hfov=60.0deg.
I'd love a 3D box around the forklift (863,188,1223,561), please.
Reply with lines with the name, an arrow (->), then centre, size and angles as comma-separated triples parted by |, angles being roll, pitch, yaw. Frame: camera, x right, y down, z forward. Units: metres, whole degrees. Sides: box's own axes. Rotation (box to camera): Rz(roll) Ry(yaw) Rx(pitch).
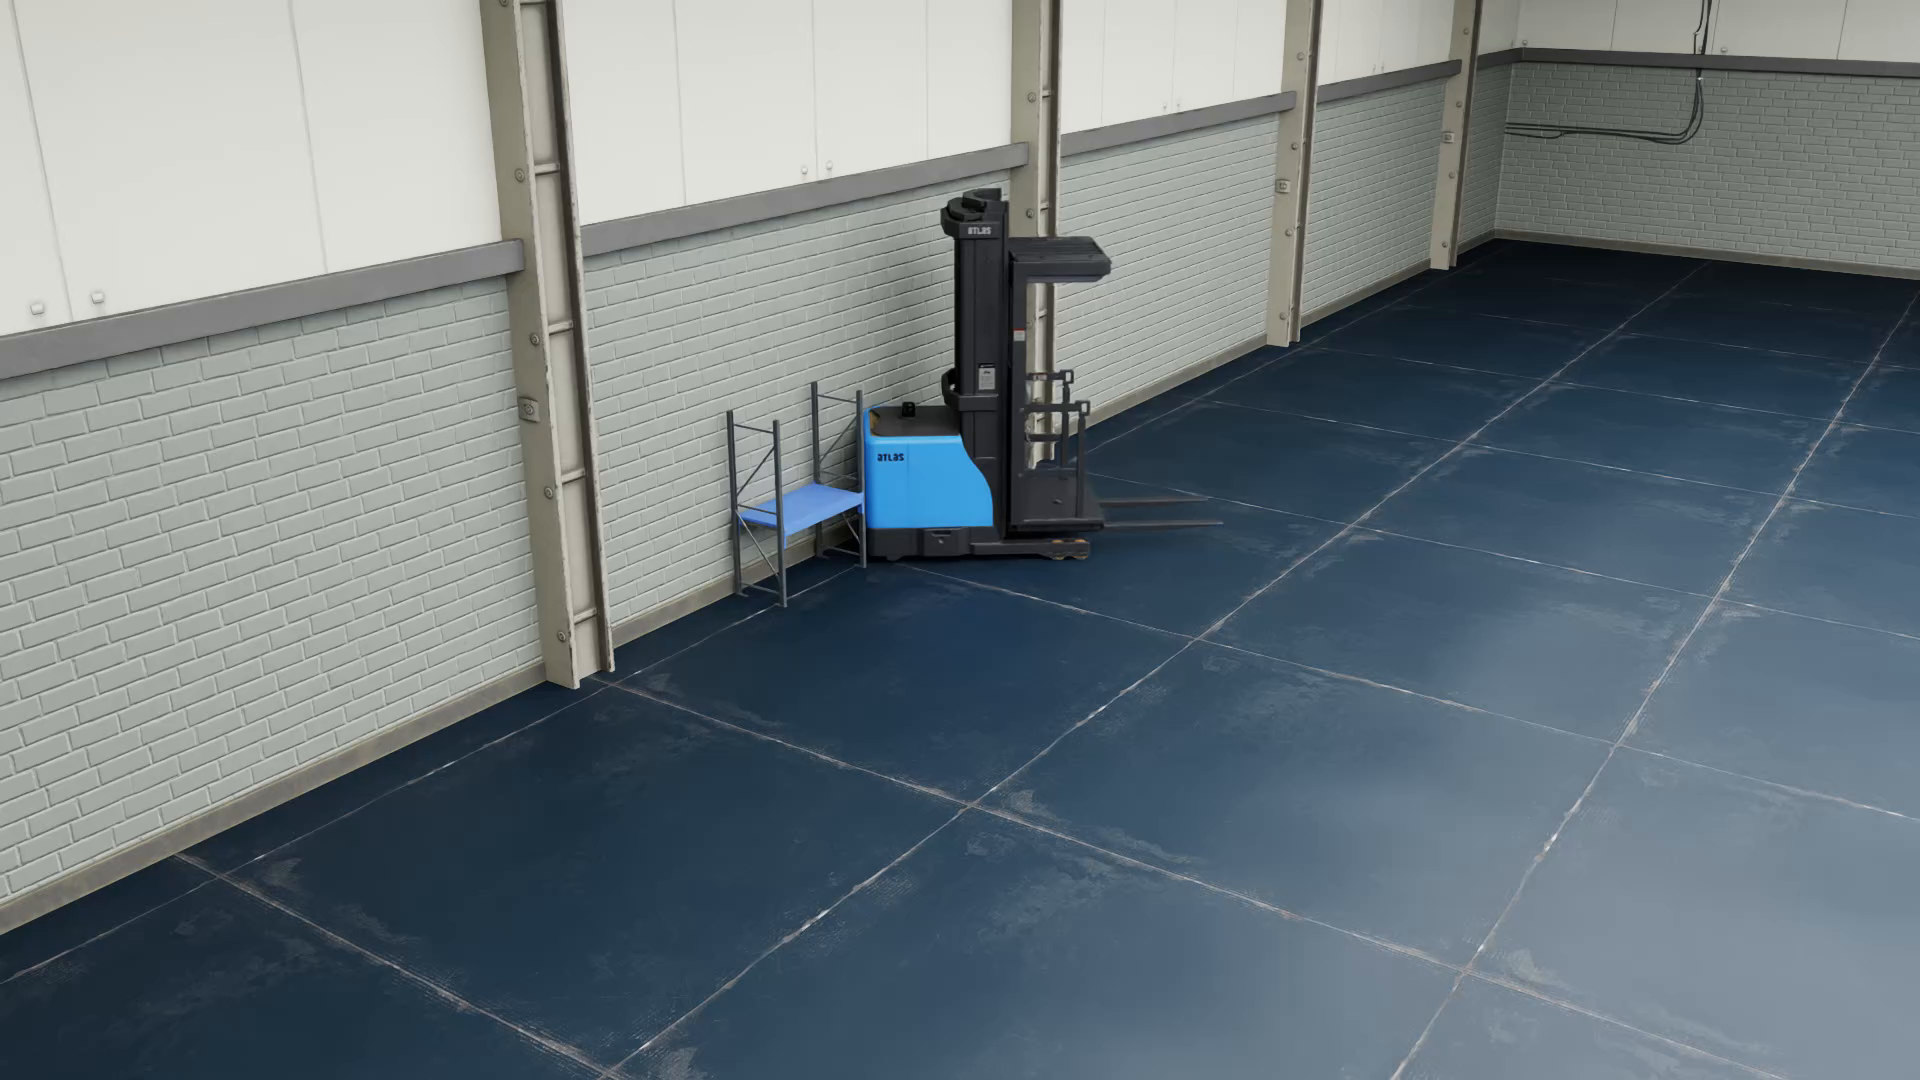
forklift -> 0.688, -1.388, 13.792 | 3.031, 2.935, 1.130 | -1, 20, -4

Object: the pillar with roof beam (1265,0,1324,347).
pillar with roof beam -> 7.628, -5.879, 17.187 | 9.100, 9.000, 0.400 | 13, 24, 32

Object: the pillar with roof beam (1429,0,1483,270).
pillar with roof beam -> 11.001, -7.600, 21.841 | 9.100, 9.000, 0.400 | 13, 24, 32

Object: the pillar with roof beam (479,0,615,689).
pillar with roof beam -> 0.882, -2.436, 7.878 | 9.100, 9.000, 0.400 | 13, 24, 32

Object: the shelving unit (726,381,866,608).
shelving unit -> -1.270, -0.377, 13.122 | 0.538, 1.500, 1.048 | 13, 24, 32

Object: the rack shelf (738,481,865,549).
rack shelf -> -1.270, -0.208, 13.184 | 0.538, 0.185, 1.000 | 13, 24, 32

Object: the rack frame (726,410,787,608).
rack frame -> -1.555, -0.231, 12.727 | 0.500, 1.500, 0.032 | 13, 24, 32

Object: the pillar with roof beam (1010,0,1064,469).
pillar with roof beam -> 4.255, -4.157, 12.532 | 9.100, 9.000, 0.400 | 13, 24, 32

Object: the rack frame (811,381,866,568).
rack frame -> -0.985, -0.523, 13.516 | 0.500, 1.500, 0.032 | 13, 24, 32

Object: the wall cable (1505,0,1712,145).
wall cable -> 10.190, -7.571, 26.237 | 3.097, 2.526, 0.112 | 13, 24, 32
